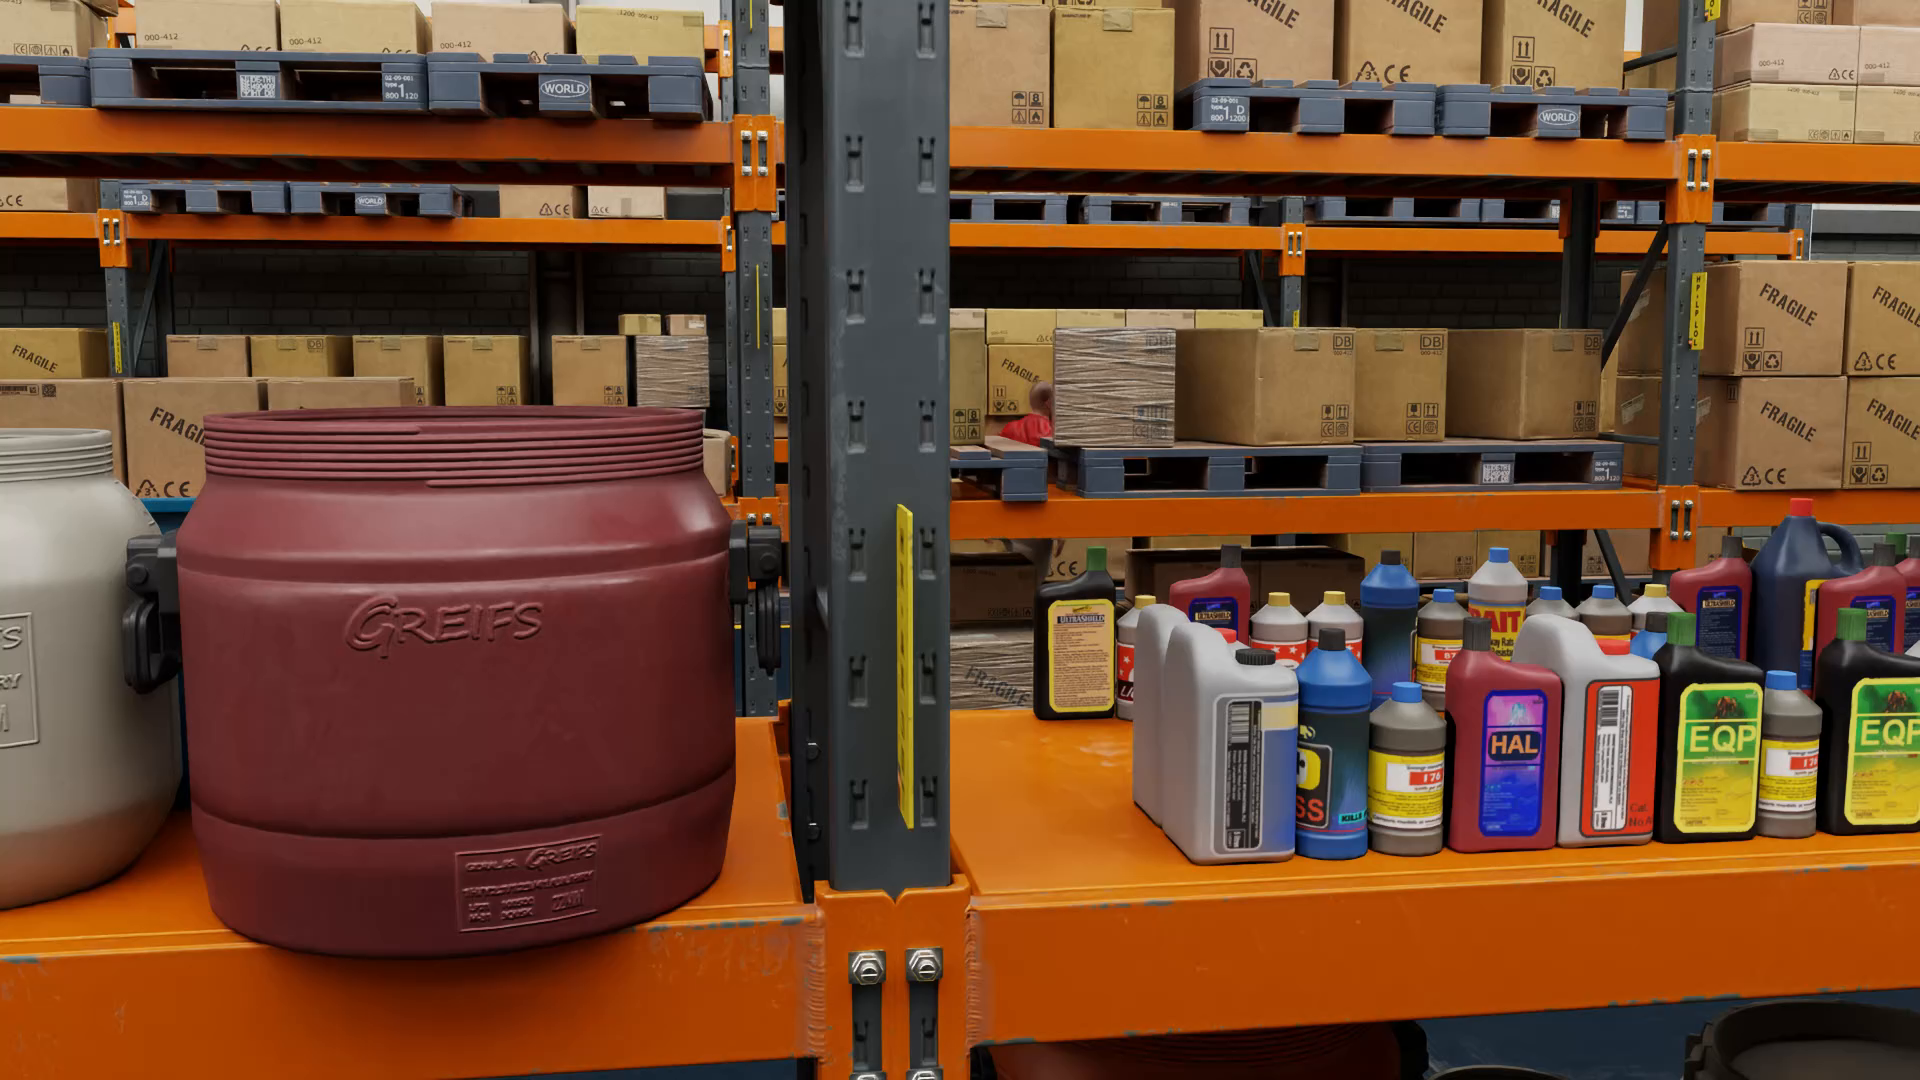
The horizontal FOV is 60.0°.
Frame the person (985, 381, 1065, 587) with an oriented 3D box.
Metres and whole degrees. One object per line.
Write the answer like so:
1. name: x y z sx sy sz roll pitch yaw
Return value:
1. person: 0.420 -0.096 10.000 0.508 1.710 0.571 -5 8 -38
